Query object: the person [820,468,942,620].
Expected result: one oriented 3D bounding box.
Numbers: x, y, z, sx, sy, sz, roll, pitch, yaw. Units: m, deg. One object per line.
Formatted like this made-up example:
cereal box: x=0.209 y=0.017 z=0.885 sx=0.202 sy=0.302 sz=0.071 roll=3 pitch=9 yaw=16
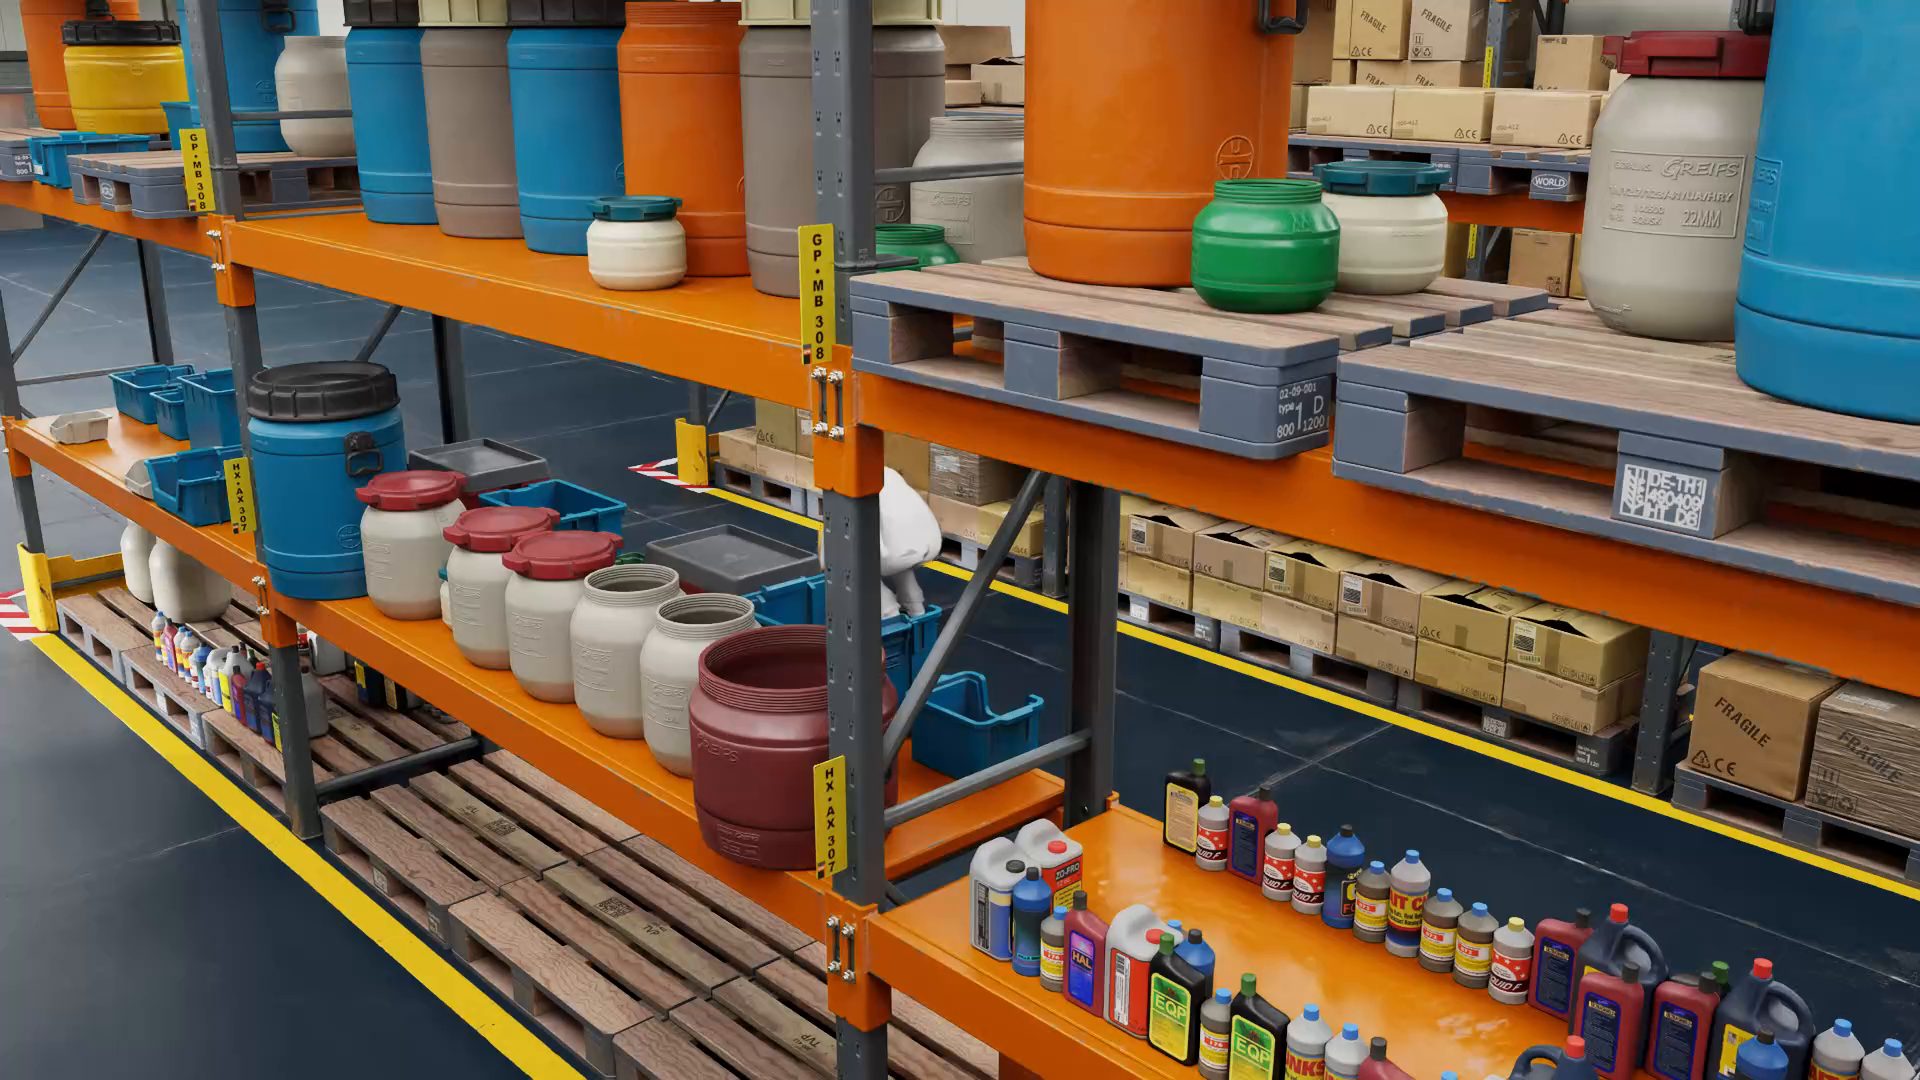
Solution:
person: x=-0.512 y=-0.018 z=10.434 sx=0.607 sy=1.015 sz=0.905 roll=-15 pitch=23 yaw=-40
